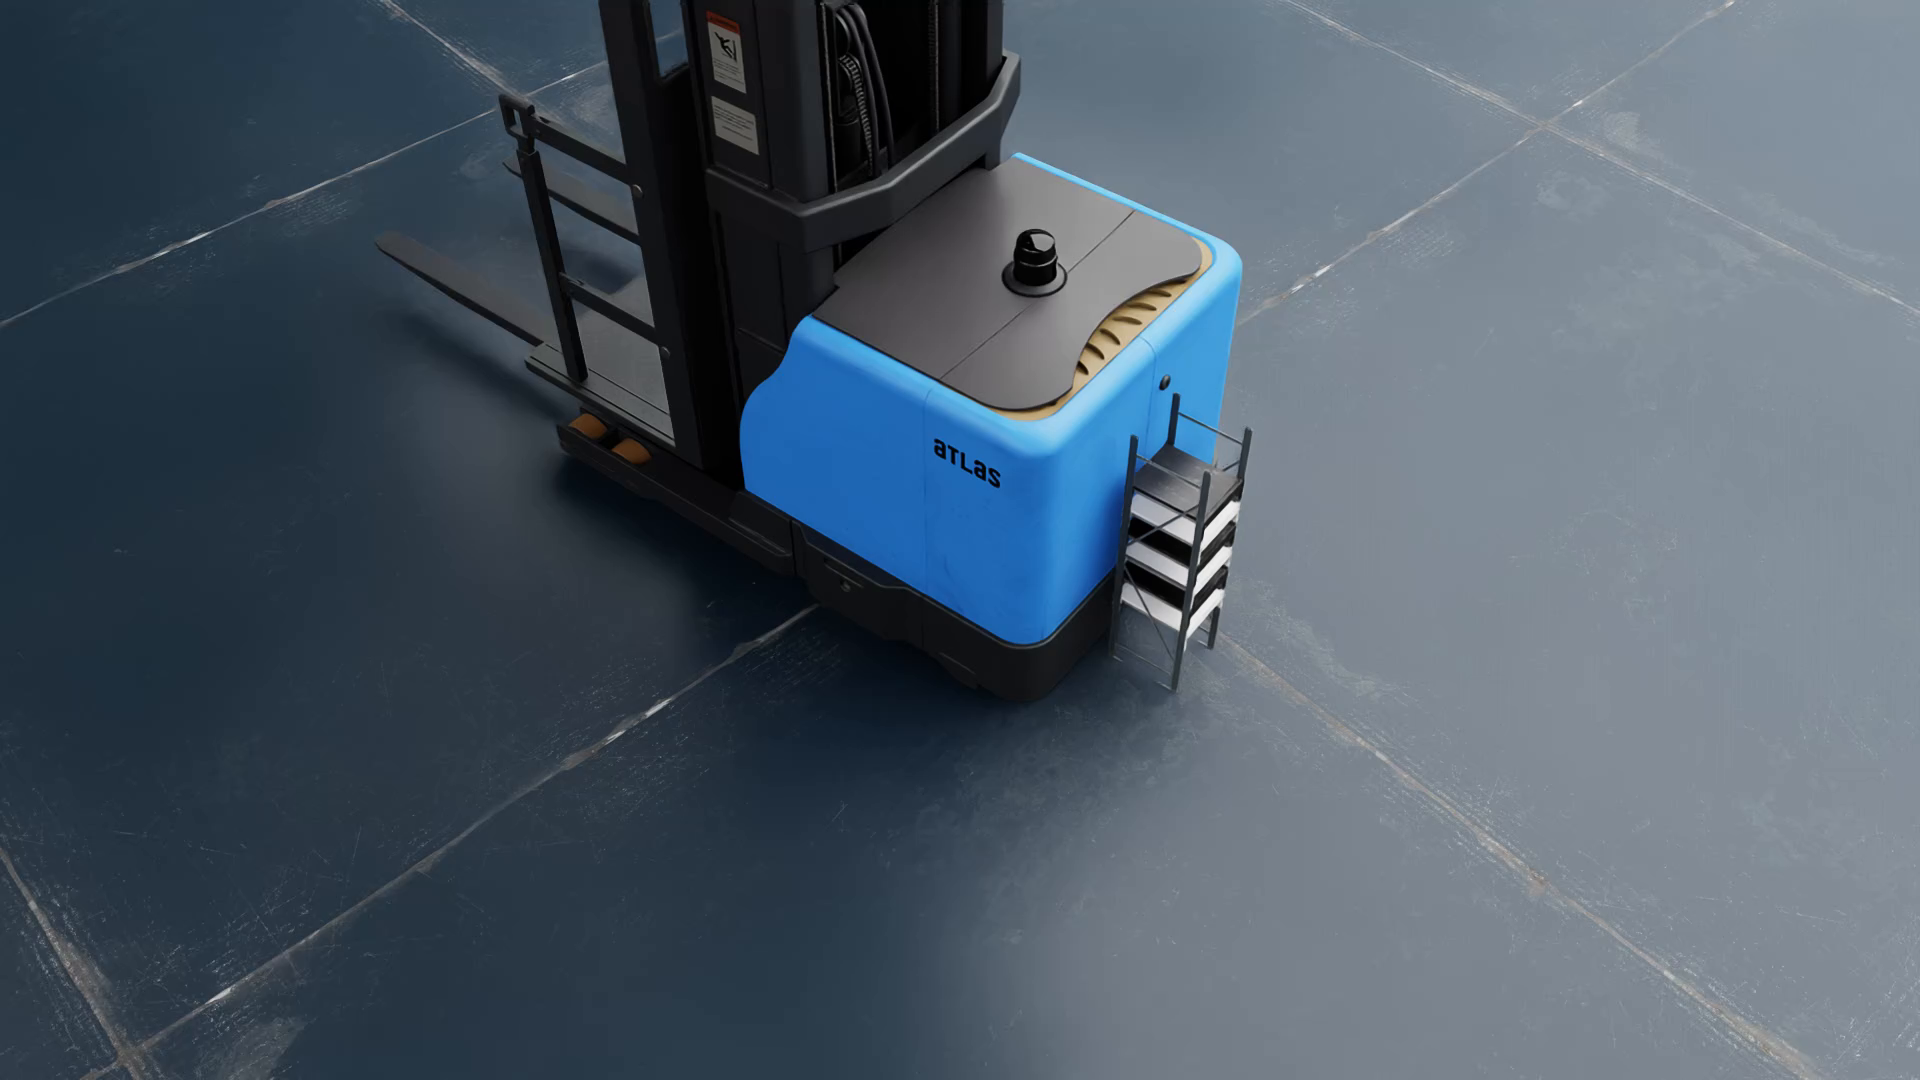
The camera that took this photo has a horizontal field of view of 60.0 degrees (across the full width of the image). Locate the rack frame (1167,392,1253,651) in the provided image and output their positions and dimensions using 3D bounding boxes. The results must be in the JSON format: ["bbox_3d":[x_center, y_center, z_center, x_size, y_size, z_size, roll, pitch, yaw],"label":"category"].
[{"bbox_3d":[0.659,-0.031,4.666,0.240,0.900,0.006,29,54,24],"label":"rack frame"}]

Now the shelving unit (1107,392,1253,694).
[{"bbox_3d":[0.597,0.028,4.611,0.258,0.900,0.210,29,54,24],"label":"shelving unit"}]

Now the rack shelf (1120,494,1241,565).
[{"bbox_3d":[0.597,-0.071,4.504,0.258,0.077,0.200,29,54,24],"label":"rack shelf"}]

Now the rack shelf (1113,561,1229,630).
[{"bbox_3d":[0.597,0.112,4.702,0.258,0.077,0.200,29,54,24],"label":"rack shelf"}]

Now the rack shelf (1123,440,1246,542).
[{"bbox_3d":[0.597,-0.132,4.437,0.258,0.077,0.200,29,54,24],"label":"rack shelf"}]

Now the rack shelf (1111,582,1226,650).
[{"bbox_3d":[0.597,0.173,4.768,0.258,0.077,0.200,29,54,24],"label":"rack shelf"}]

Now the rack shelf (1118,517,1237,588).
[{"bbox_3d":[0.597,-0.010,4.570,0.258,0.077,0.200,29,54,24],"label":"rack shelf"}]

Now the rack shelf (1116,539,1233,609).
[{"bbox_3d":[0.597,0.051,4.636,0.258,0.077,0.200,29,54,24],"label":"rack shelf"}]

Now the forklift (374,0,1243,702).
[{"bbox_3d":[-0.691,-1.435,4.580,3.031,2.935,1.130,29,54,24],"label":"forklift"}]

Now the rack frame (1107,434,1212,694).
[{"bbox_3d":[0.535,0.088,4.557,0.240,0.900,0.006,29,54,24],"label":"rack frame"}]
